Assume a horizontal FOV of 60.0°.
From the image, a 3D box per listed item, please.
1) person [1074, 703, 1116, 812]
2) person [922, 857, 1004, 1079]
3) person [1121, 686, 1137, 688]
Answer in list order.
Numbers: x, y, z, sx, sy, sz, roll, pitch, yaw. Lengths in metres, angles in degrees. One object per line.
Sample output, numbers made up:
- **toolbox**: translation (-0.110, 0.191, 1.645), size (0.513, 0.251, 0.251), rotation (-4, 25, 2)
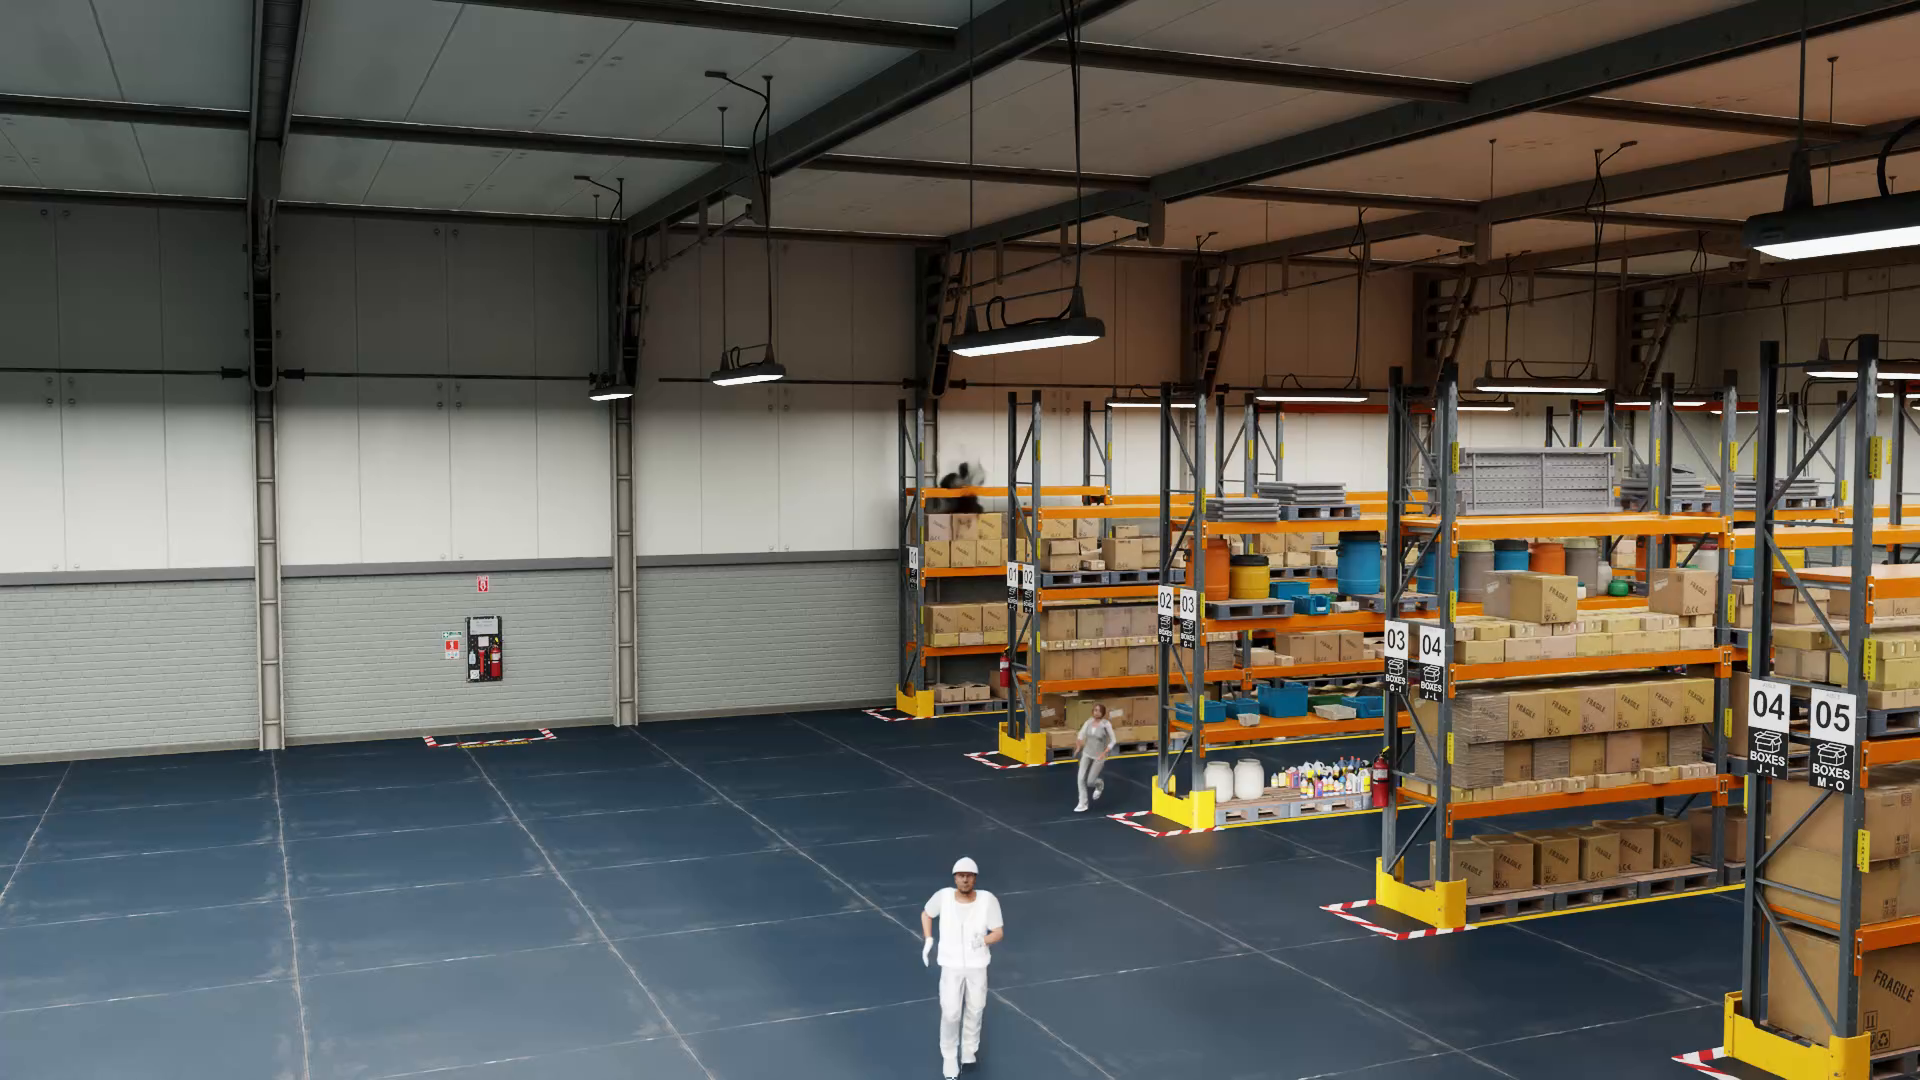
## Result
- **person**: translation (1.905, 3.032, 23.294), size (0.583, 1.541, 0.568), rotation (2, 4, 31)
- **person**: translation (0.028, 3.482, 13.514), size (0.655, 1.803, 0.721), rotation (0, 3, -4)
- **person**: translation (3.096, 2.512, 29.807), size (1.047, 1.768, 0.708), rotation (-2, 4, -36)
